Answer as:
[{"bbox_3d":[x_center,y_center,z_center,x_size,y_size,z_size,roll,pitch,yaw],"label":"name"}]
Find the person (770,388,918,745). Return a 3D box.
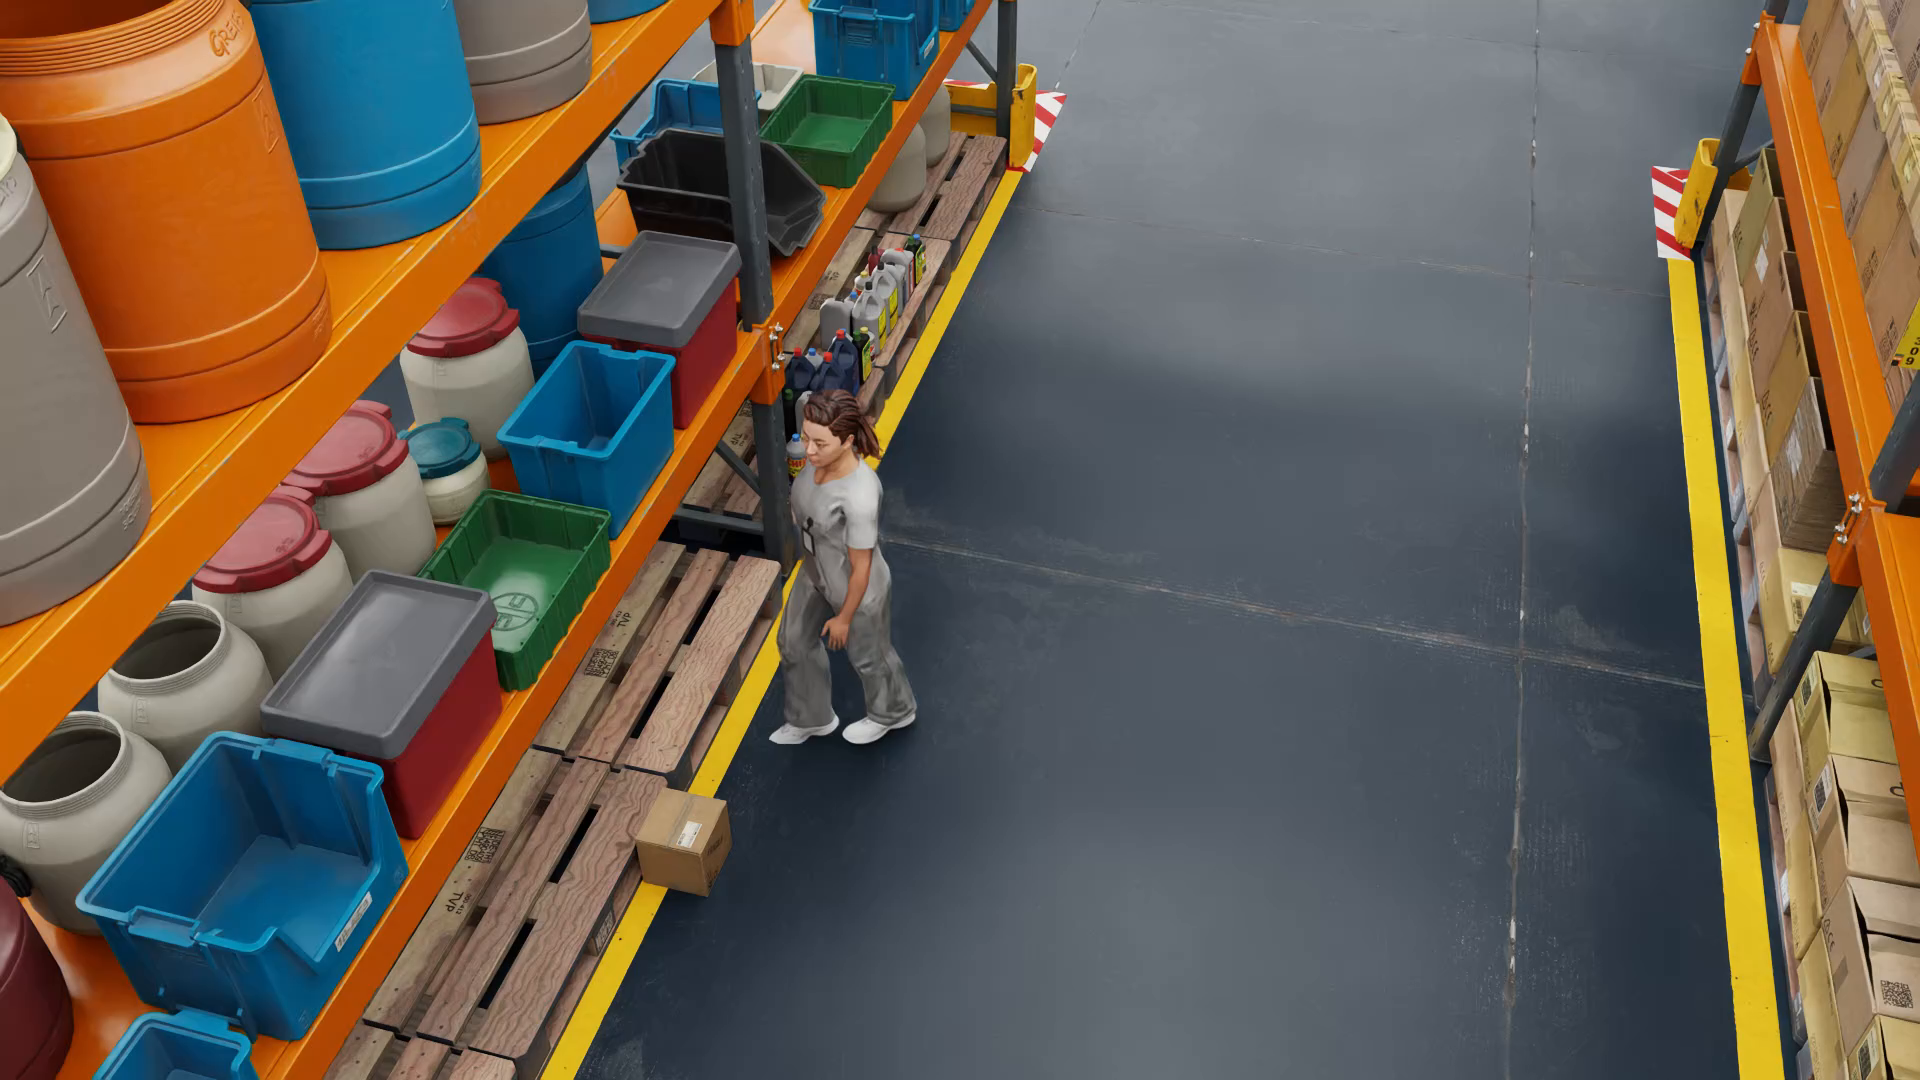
[{"bbox_3d":[-0.434,0.173,5.989,0.557,1.727,0.489,-21,45,-22],"label":"person"}]
